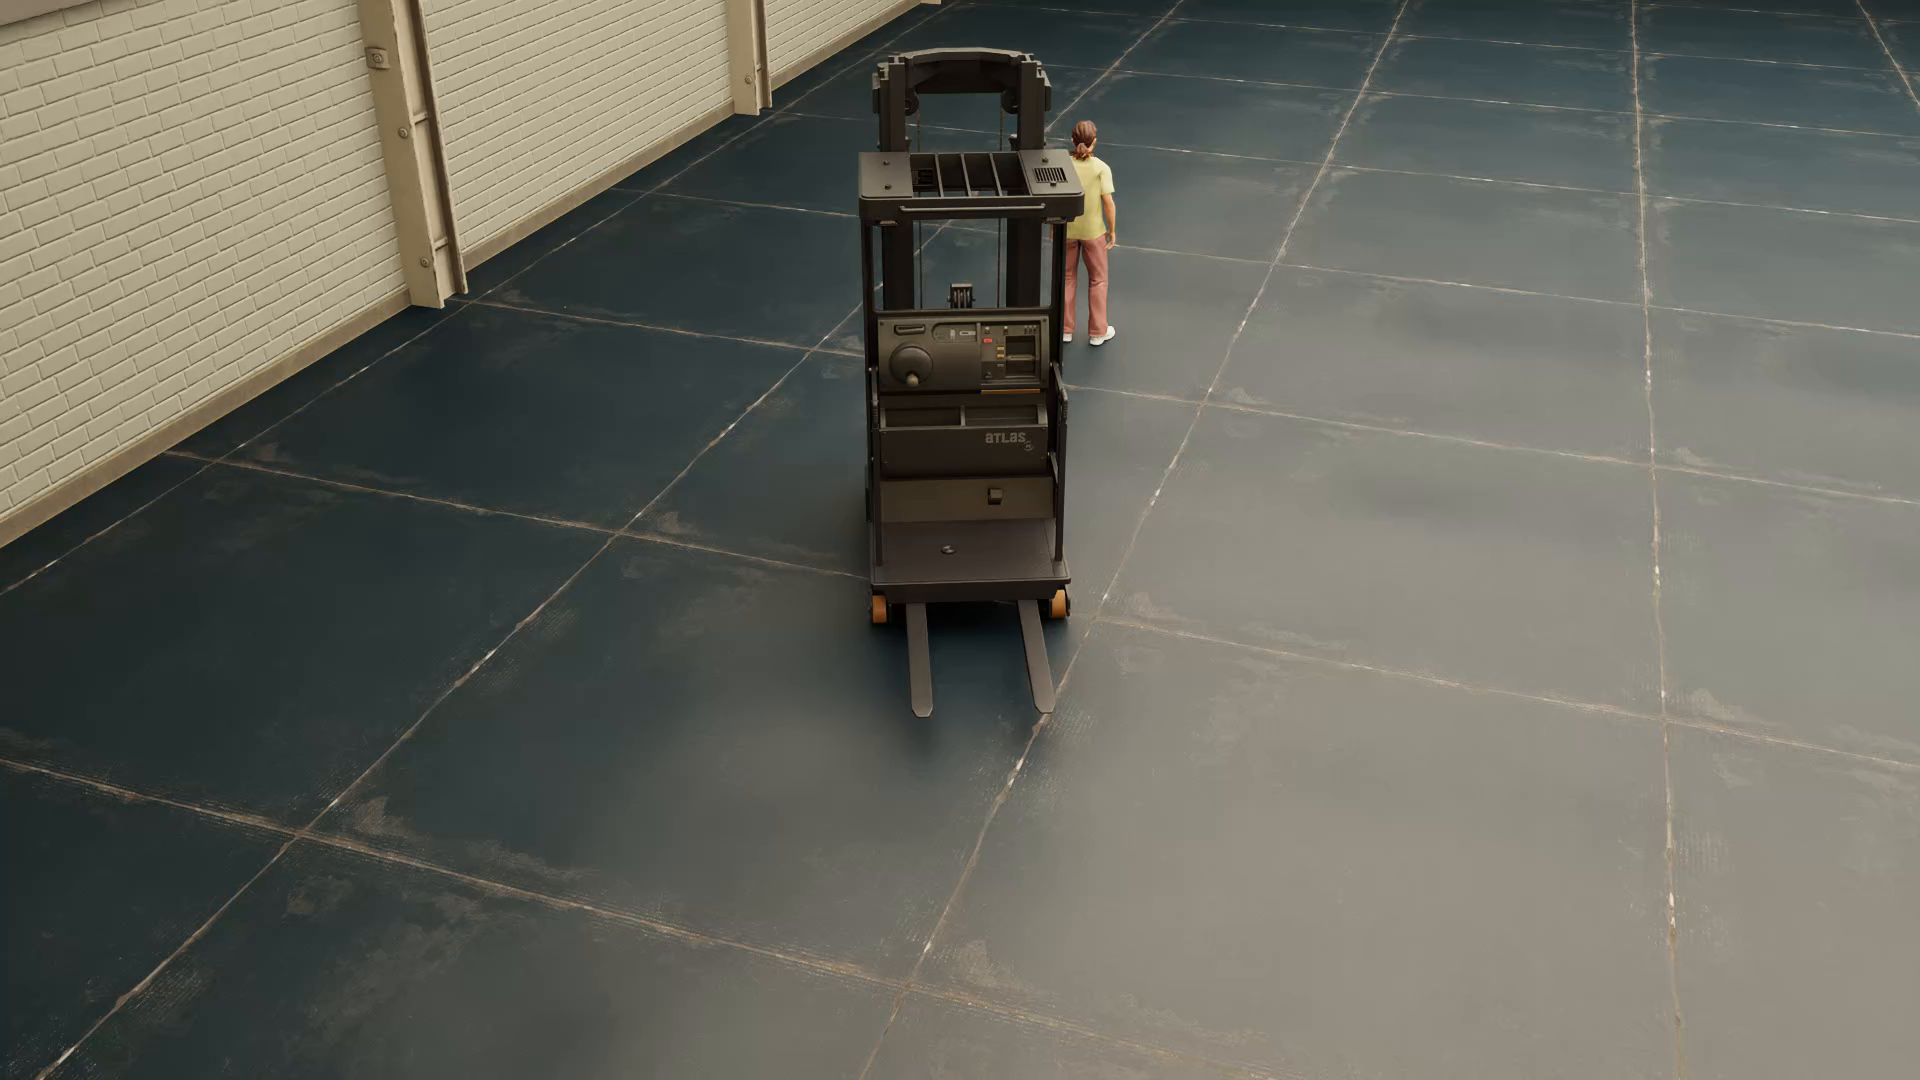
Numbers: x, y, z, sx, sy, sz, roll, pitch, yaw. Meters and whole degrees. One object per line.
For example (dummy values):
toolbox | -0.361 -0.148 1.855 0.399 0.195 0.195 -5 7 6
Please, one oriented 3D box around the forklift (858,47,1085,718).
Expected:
forklift | 0.035 -0.972 8.842 1.130 2.935 3.031 -2 30 -3

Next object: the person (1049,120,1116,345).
person | 0.915 -2.289 12.422 0.518 1.673 0.356 8 31 13
